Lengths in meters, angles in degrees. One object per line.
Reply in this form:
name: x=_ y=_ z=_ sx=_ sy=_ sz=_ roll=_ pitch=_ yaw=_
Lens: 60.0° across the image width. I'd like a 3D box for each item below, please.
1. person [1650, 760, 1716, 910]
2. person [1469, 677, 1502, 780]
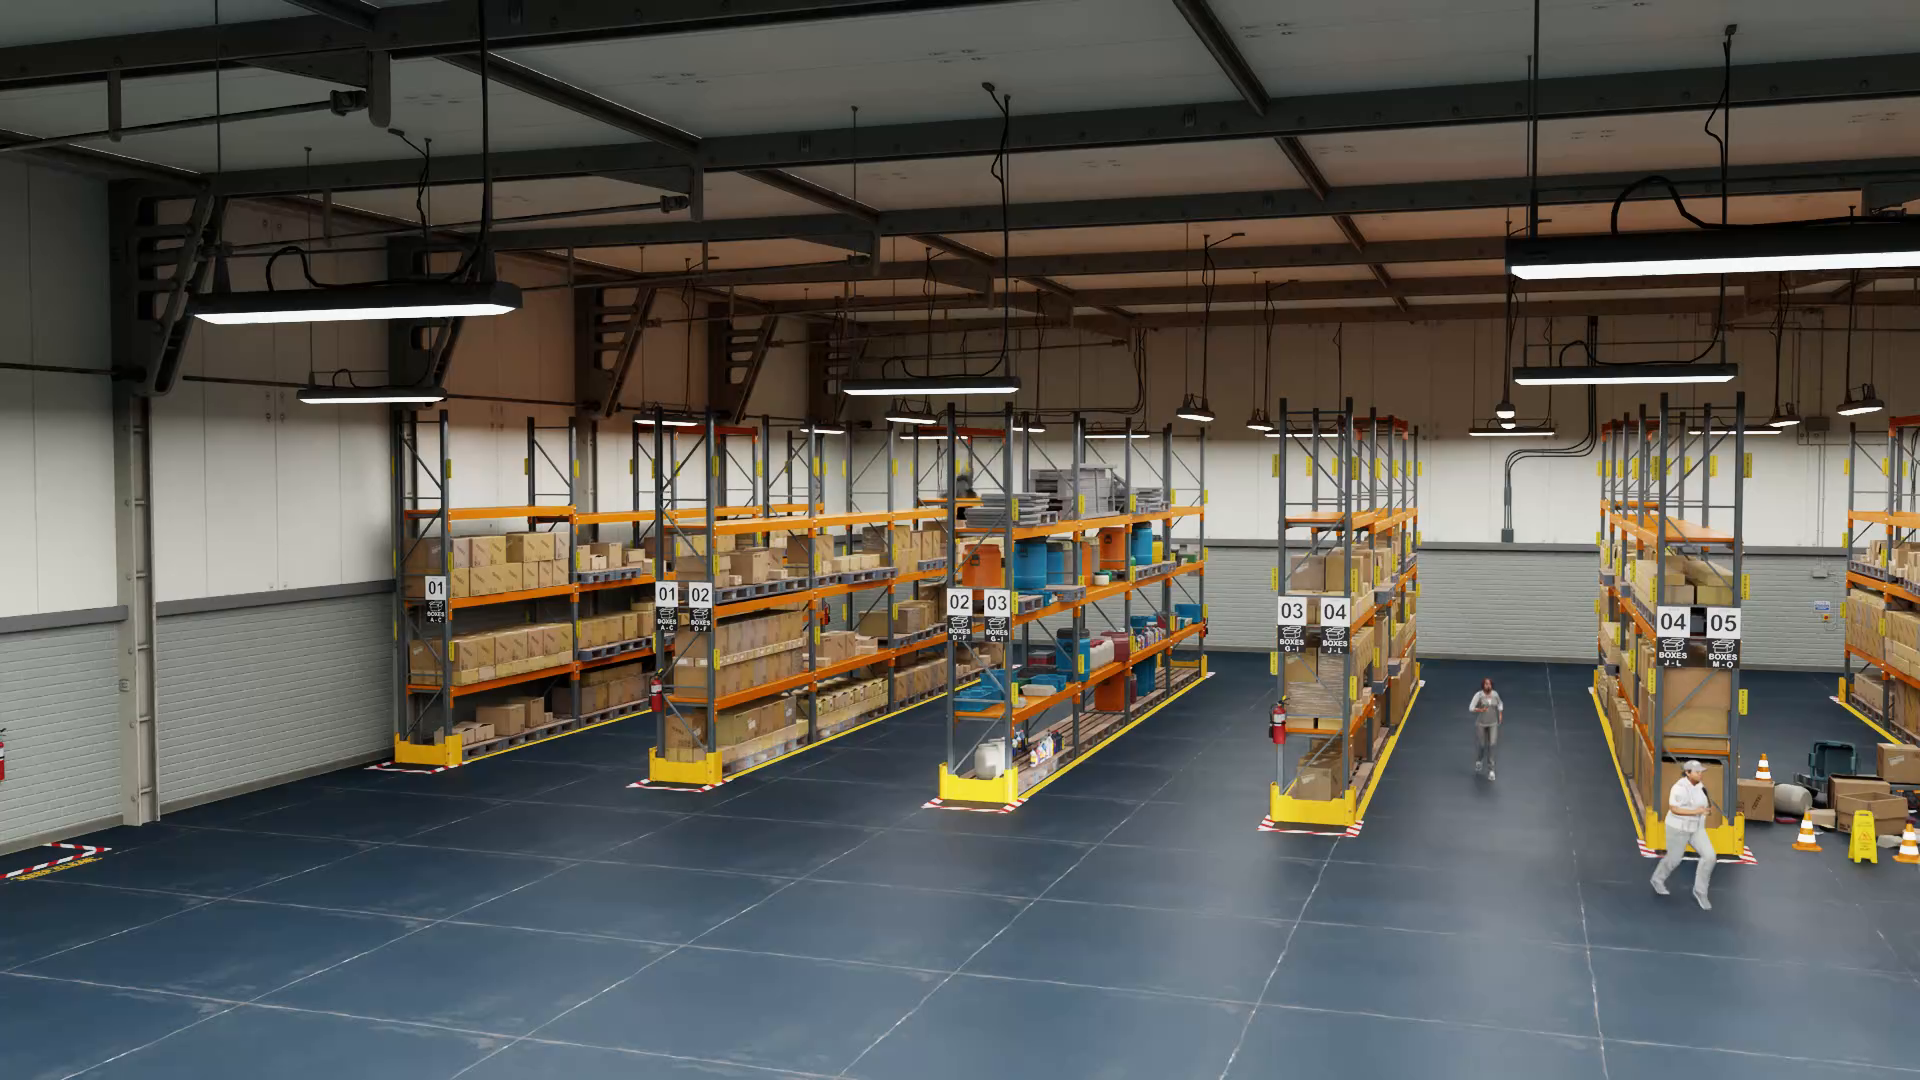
person: x=8.328 y=3.362 z=19.168 sx=0.626 sy=1.708 sz=0.832 roll=-1 pitch=3 yaw=-27
person: x=8.535 y=3.022 z=26.974 sx=0.575 sy=1.609 sz=0.829 roll=0 pitch=2 yaw=6
